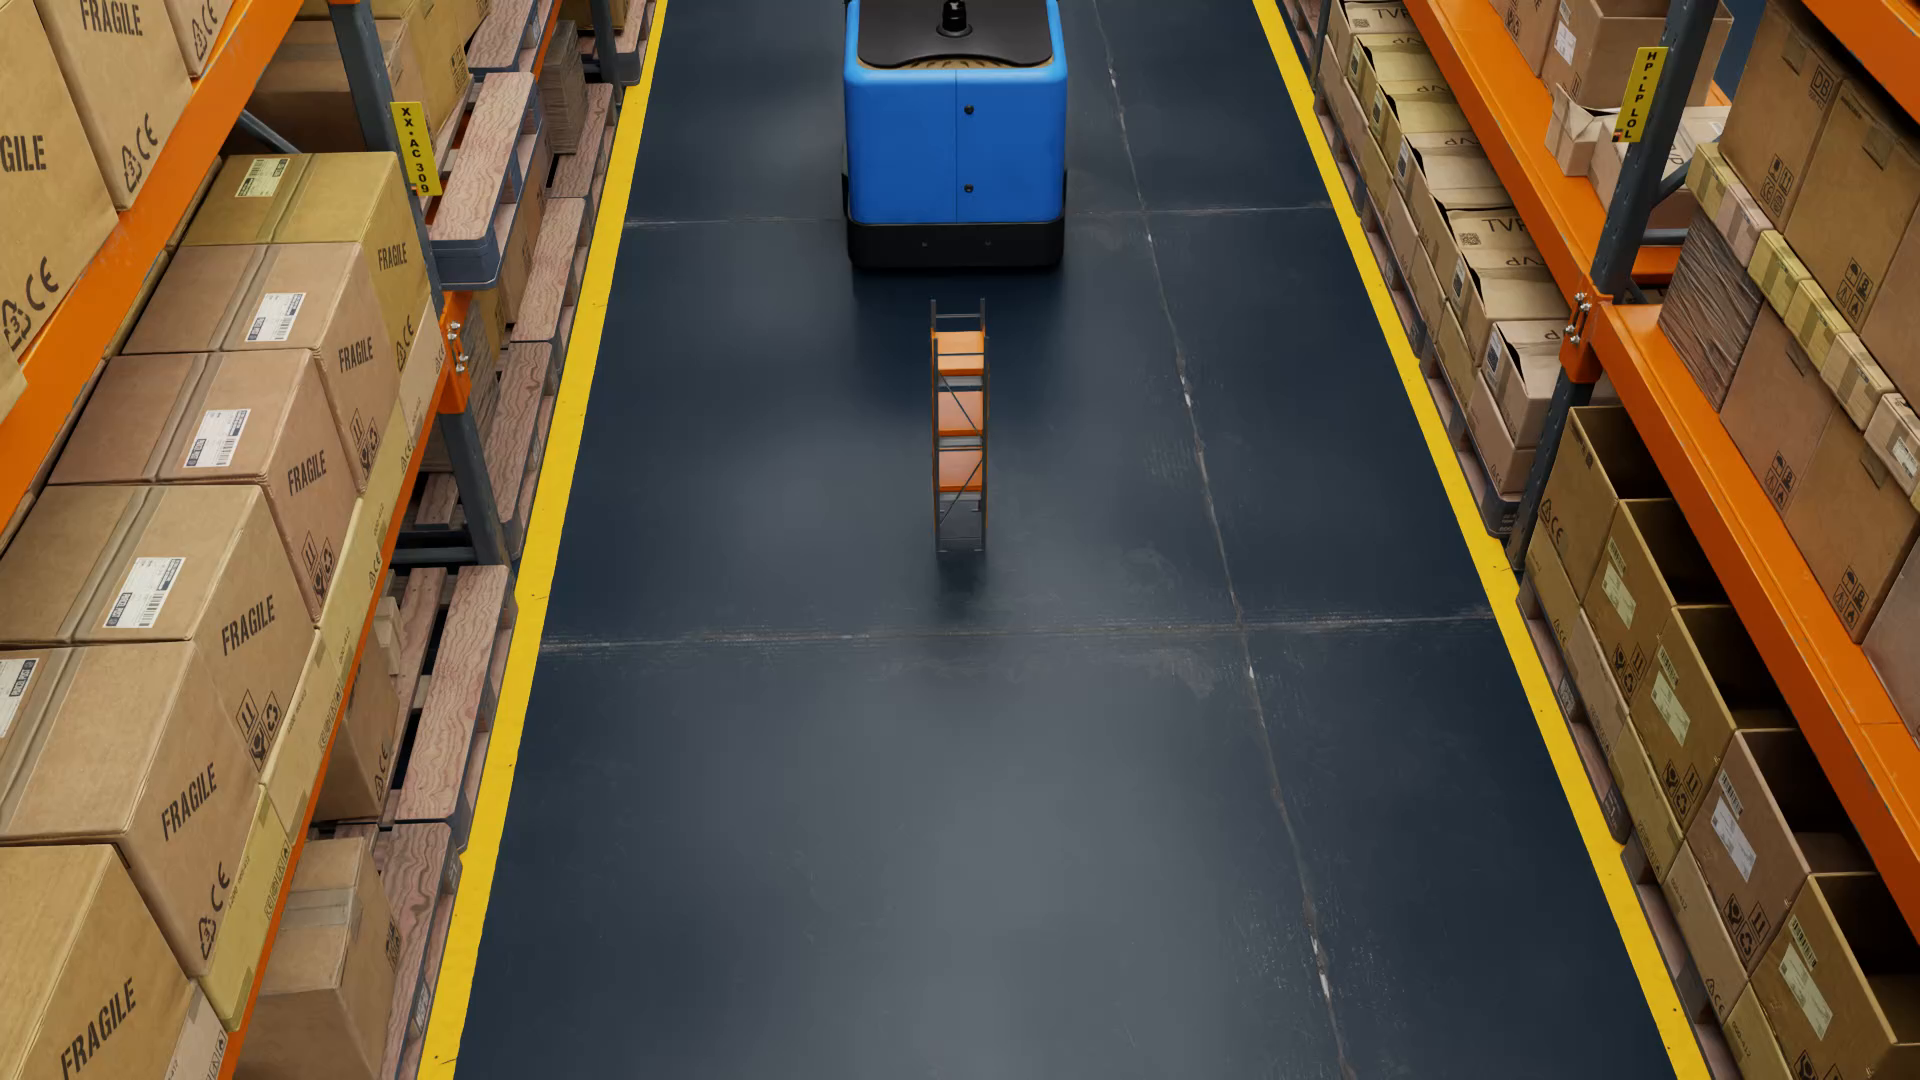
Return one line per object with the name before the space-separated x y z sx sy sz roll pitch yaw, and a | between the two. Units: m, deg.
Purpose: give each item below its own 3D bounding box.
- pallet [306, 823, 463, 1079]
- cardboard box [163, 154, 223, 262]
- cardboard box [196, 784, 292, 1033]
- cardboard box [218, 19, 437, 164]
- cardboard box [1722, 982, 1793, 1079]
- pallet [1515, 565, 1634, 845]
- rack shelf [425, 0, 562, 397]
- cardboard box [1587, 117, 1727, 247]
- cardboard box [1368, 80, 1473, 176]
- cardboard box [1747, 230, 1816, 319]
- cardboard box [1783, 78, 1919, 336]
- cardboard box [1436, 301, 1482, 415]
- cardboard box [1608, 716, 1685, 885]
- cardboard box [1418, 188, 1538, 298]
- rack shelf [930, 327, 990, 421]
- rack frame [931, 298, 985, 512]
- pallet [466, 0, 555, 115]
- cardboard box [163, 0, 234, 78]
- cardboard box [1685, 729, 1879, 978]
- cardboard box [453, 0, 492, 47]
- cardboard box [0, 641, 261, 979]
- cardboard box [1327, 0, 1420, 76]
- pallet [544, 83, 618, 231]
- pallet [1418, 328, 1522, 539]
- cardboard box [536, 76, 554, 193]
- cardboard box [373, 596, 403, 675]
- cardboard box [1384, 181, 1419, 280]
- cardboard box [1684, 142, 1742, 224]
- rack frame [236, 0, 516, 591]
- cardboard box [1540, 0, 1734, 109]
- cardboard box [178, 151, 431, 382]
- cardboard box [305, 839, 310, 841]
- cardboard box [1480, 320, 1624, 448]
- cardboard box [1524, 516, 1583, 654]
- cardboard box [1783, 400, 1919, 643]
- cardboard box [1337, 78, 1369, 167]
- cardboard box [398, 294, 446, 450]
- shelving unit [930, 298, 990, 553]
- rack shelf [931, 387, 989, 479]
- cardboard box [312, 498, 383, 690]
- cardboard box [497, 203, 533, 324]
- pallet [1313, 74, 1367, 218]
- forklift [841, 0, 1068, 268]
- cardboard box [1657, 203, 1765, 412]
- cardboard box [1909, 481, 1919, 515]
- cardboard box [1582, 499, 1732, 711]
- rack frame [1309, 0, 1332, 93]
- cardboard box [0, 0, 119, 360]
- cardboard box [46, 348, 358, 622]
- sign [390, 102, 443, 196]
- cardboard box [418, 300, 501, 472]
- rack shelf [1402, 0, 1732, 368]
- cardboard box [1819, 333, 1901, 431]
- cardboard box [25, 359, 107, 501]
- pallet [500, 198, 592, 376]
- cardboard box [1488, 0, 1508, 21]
pallet | -2.134 1.419 5.046 1.003 0.211 1.213 -2 43 -2
cardboard box | -2.442 -0.792 4.935 0.500 0.500 0.500 -3 43 -3
cardboard box | -1.839 0.829 3.722 0.500 0.250 0.500 -2 43 -2
cardboard box | -2.241 -1.430 5.691 0.700 0.500 0.500 -2 43 -2
cardboard box | 2.492 1.499 4.618 0.500 0.250 0.500 -2 43 -2
pallet | 2.688 0.534 6.011 1.003 0.211 1.213 -2 43 -2
rack shelf | -2.338 -1.972 7.214 1.077 0.370 4.000 -2 43 -2
cardboard box | 2.632 -1.307 6.067 0.500 0.250 0.500 1 43 1
cardboard box | 2.305 -2.019 8.042 0.500 0.311 0.500 -3 43 -3
cardboard box | 2.538 -0.777 4.824 0.380 0.149 0.250 -3 43 -3
cardboard box | 2.744 -0.906 4.485 0.700 0.500 0.500 -2 43 -2
cardboard box | 2.369 -0.786 7.112 0.500 0.250 0.500 -2 43 -2
cardboard box | 2.445 0.824 5.355 0.500 0.250 0.500 -2 43 -2
cardboard box | 2.345 -1.333 7.293 0.500 0.311 0.500 -2 43 -2
rack shelf | -0.002 -0.625 6.250 0.215 0.259 0.240 -2 43 -2
rack frame | -0.007 -0.506 6.525 0.200 1.050 0.008 -2 43 -2
pallet | -2.298 -2.181 7.052 1.003 0.211 1.213 -2 43 -2
cardboard box | -1.976 -1.361 3.706 0.500 0.500 0.500 -5 43 -5
cardboard box | 2.469 0.885 4.733 0.500 0.500 0.500 -2 43 -2
cardboard box | -2.316 -2.252 6.587 0.700 0.500 0.500 4 43 4
cardboard box | -1.830 0.571 3.448 0.500 0.500 0.500 -3 43 -3
cardboard box | 2.255 -2.718 8.804 0.500 0.311 0.500 0 43 0
pallet | -2.391 -2.032 8.810 1.003 0.211 1.213 -2 43 -2
pallet | 2.626 -0.500 7.139 1.003 0.211 1.213 -2 43 -2
cardboard box | -2.434 -1.992 8.228 0.700 0.500 0.500 -2 43 -2
cardboard box | -2.200 0.356 5.913 0.380 0.166 0.250 -7 43 -7
cardboard box | 2.327 -1.475 7.863 0.500 0.250 0.500 -1 43 -1
cardboard box | 2.514 -1.121 5.199 0.380 0.149 0.250 -2 43 -2
rack frame | -2.253 -0.887 5.498 1.000 3.000 0.127 -2 43 -2
cardboard box | 2.657 -1.943 6.576 0.500 0.500 0.500 1 43 1
cardboard box | -1.924 -0.805 4.950 0.500 0.500 0.500 -2 43 -2
cardboard box | -2.205 1.082 5.134 0.380 0.149 0.250 -5 43 -5
cardboard box | 2.392 -0.645 6.542 0.500 0.311 0.500 -2 43 -2
cardboard box | 2.413 0.149 6.092 0.500 0.250 0.500 -2 43 -2
cardboard box | 2.768 -0.074 4.537 0.700 0.500 0.500 -1 43 -1
cardboard box | 2.277 -2.172 8.624 0.500 0.250 0.500 -3 43 -3
cardboard box | -1.930 -0.528 5.202 0.500 0.250 0.500 -2 43 -2
shelving unit | -0.002 -0.423 6.435 0.215 1.050 0.252 -2 43 -2
rack shelf | -0.002 -0.415 6.442 0.215 0.259 0.240 -2 43 -2
cardboard box | -1.880 0.148 4.465 0.500 0.250 0.500 -2 43 -2
cardboard box | -2.354 -1.317 7.491 0.700 0.500 0.500 -1 43 -1
pallet | 2.522 -2.147 8.936 1.003 0.211 1.213 -2 43 -2
forklift | -0.051 -3.381 8.270 1.130 2.935 3.031 -1 43 -1
cardboard box | 2.721 -0.769 5.295 0.700 0.500 0.500 -3 43 -3
cardboard box | 2.583 -0.075 4.058 0.380 0.149 0.250 -2 43 -2
cardboard box | 2.432 0.210 5.470 0.500 0.500 0.500 -2 43 -2
rack frame | 2.526 -3.732 8.602 1.000 3.000 0.127 -2 43 -2
cardboard box | -1.905 -0.645 2.925 0.500 0.500 0.500 1 43 1
cardboard box | -1.886 -0.128 4.211 0.500 0.500 0.500 -3 43 -3
sign | -1.711 -1.227 5.228 0.100 0.325 0.005 -2 43 -2
cardboard box | -2.301 -0.624 6.735 0.700 0.500 0.500 0 43 0
rack shelf | 2.611 -2.117 7.372 1.077 0.370 4.000 -2 43 -2
cardboard box | 2.559 -0.431 4.446 0.380 0.149 0.250 -3 43 -3
cardboard box | -2.408 -0.106 4.187 0.500 0.500 0.500 -1 43 -1
pallet | -2.342 -1.210 7.914 1.003 0.211 1.213 -2 43 -2
cardboard box | 2.614 -2.636 7.332 0.500 0.500 0.500 -4 43 -4
